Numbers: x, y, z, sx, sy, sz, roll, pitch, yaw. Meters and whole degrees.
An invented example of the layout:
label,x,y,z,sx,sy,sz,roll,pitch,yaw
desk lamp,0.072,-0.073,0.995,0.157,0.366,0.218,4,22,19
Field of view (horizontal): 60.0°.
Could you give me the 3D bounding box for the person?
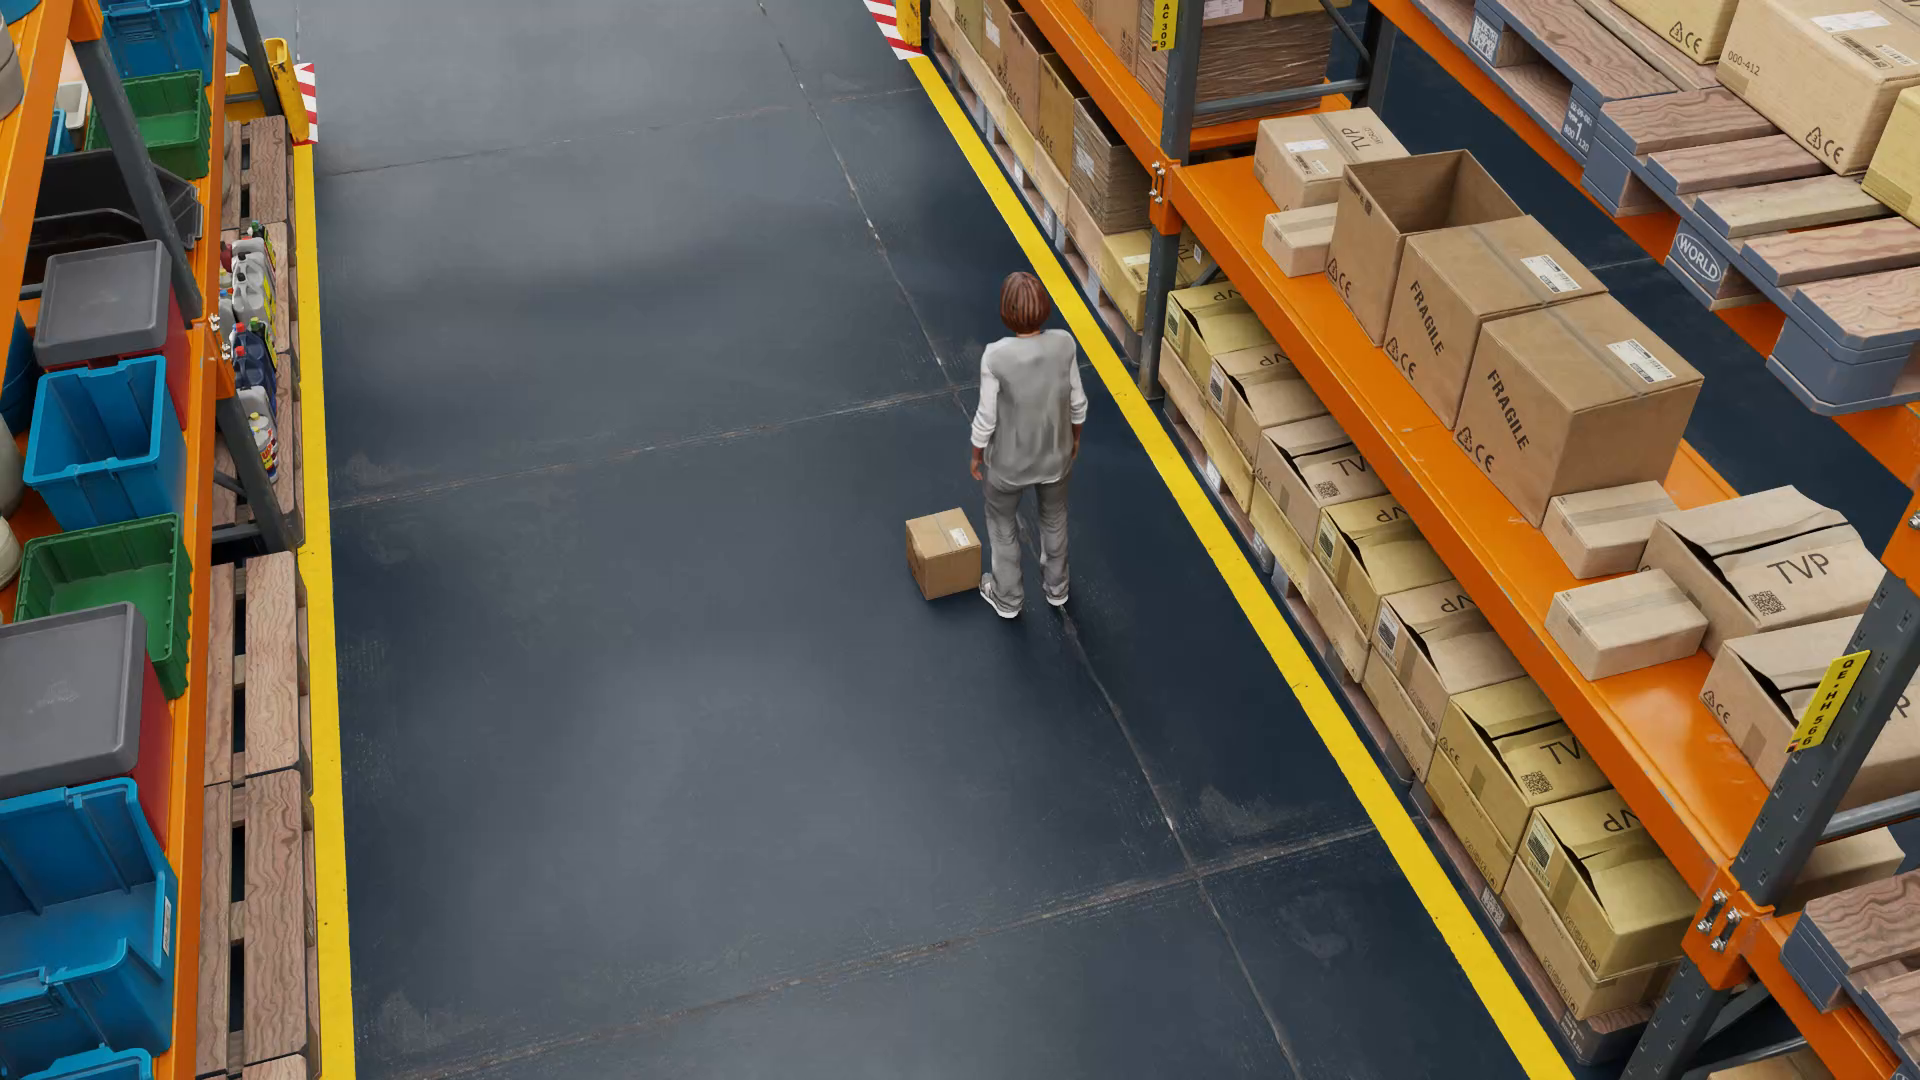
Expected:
label,x,y,z,sx,sy,sz,roll,pitch,yaw
person,0.263,-0.332,6.528,0.460,1.592,0.344,-11,44,-12
